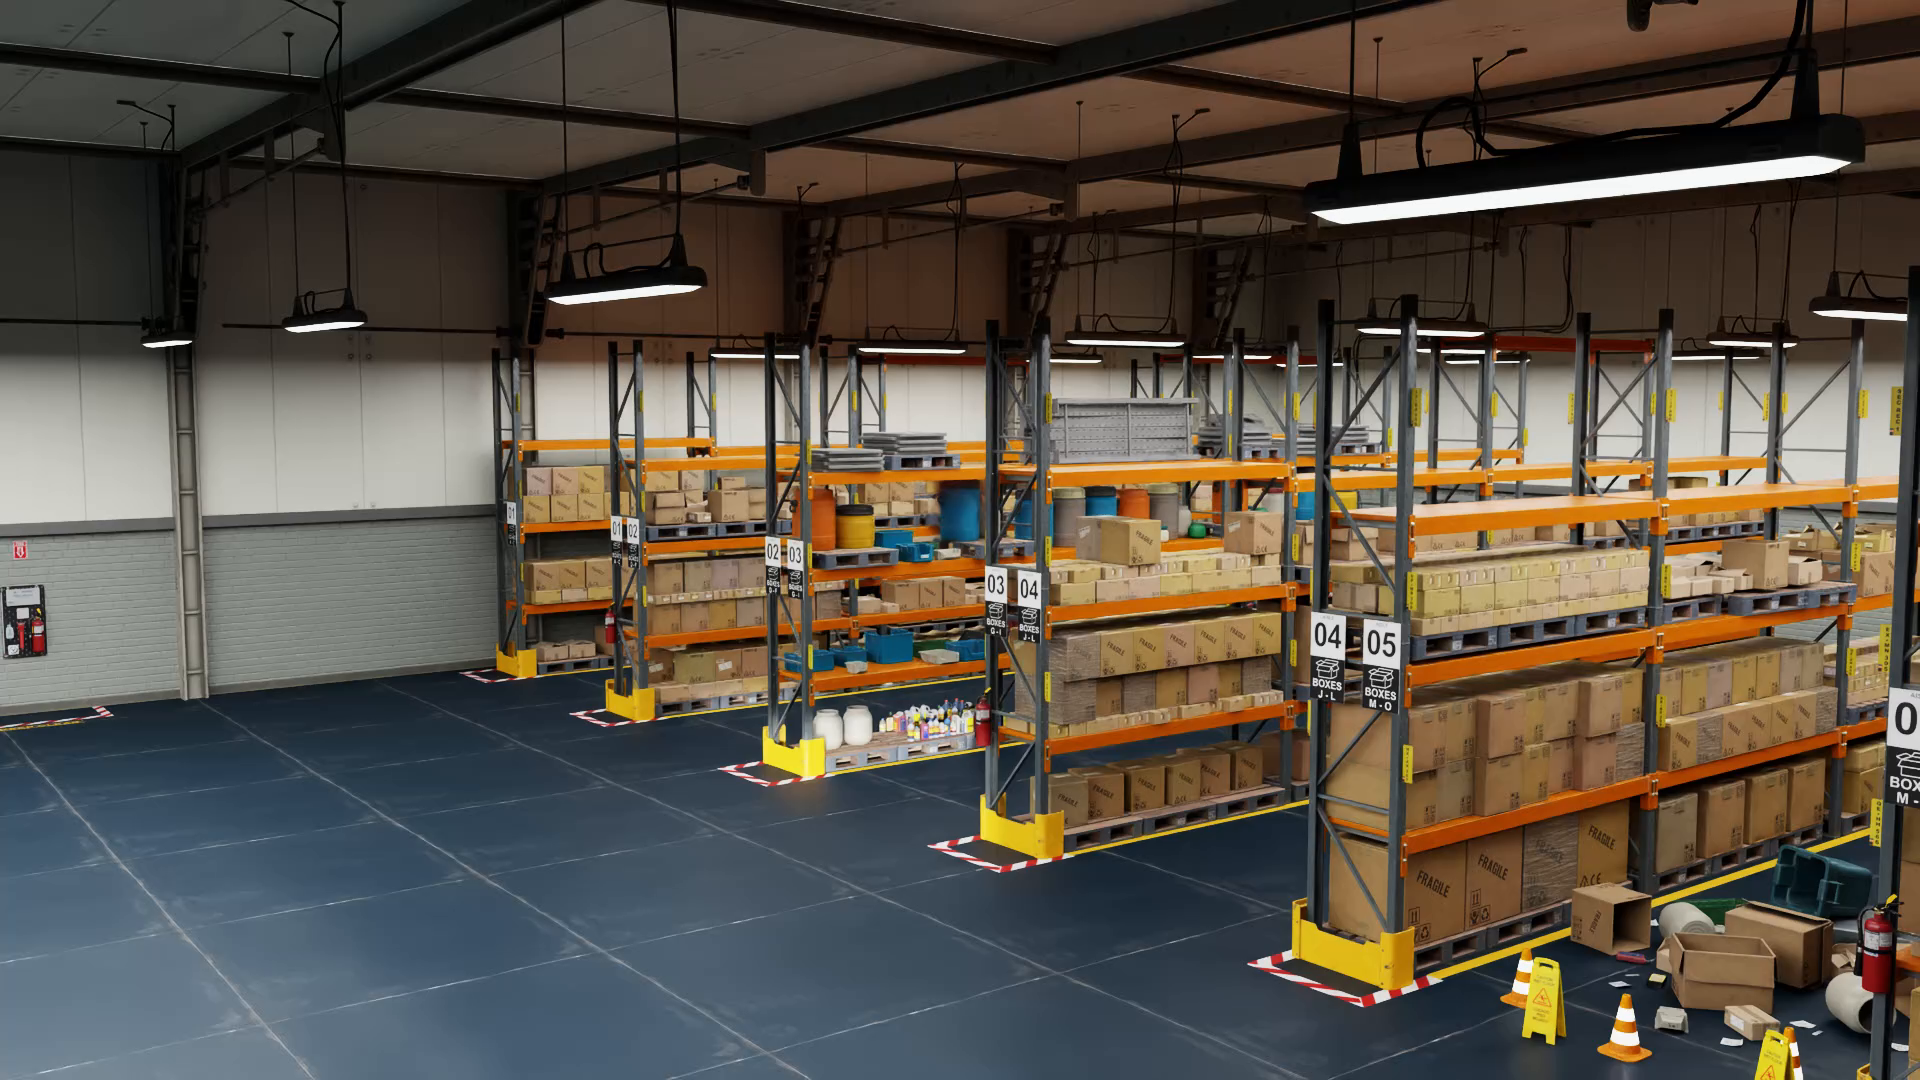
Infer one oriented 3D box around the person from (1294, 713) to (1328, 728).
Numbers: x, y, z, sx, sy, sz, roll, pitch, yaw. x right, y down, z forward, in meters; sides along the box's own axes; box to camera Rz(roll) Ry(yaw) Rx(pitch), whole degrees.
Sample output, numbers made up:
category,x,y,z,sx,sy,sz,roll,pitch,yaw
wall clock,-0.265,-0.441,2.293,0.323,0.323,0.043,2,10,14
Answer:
category,x,y,z,sx,sy,sz,roll,pitch,yaw
person,5.031,2.204,24.224,1.031,1.622,0.509,-4,6,-36
